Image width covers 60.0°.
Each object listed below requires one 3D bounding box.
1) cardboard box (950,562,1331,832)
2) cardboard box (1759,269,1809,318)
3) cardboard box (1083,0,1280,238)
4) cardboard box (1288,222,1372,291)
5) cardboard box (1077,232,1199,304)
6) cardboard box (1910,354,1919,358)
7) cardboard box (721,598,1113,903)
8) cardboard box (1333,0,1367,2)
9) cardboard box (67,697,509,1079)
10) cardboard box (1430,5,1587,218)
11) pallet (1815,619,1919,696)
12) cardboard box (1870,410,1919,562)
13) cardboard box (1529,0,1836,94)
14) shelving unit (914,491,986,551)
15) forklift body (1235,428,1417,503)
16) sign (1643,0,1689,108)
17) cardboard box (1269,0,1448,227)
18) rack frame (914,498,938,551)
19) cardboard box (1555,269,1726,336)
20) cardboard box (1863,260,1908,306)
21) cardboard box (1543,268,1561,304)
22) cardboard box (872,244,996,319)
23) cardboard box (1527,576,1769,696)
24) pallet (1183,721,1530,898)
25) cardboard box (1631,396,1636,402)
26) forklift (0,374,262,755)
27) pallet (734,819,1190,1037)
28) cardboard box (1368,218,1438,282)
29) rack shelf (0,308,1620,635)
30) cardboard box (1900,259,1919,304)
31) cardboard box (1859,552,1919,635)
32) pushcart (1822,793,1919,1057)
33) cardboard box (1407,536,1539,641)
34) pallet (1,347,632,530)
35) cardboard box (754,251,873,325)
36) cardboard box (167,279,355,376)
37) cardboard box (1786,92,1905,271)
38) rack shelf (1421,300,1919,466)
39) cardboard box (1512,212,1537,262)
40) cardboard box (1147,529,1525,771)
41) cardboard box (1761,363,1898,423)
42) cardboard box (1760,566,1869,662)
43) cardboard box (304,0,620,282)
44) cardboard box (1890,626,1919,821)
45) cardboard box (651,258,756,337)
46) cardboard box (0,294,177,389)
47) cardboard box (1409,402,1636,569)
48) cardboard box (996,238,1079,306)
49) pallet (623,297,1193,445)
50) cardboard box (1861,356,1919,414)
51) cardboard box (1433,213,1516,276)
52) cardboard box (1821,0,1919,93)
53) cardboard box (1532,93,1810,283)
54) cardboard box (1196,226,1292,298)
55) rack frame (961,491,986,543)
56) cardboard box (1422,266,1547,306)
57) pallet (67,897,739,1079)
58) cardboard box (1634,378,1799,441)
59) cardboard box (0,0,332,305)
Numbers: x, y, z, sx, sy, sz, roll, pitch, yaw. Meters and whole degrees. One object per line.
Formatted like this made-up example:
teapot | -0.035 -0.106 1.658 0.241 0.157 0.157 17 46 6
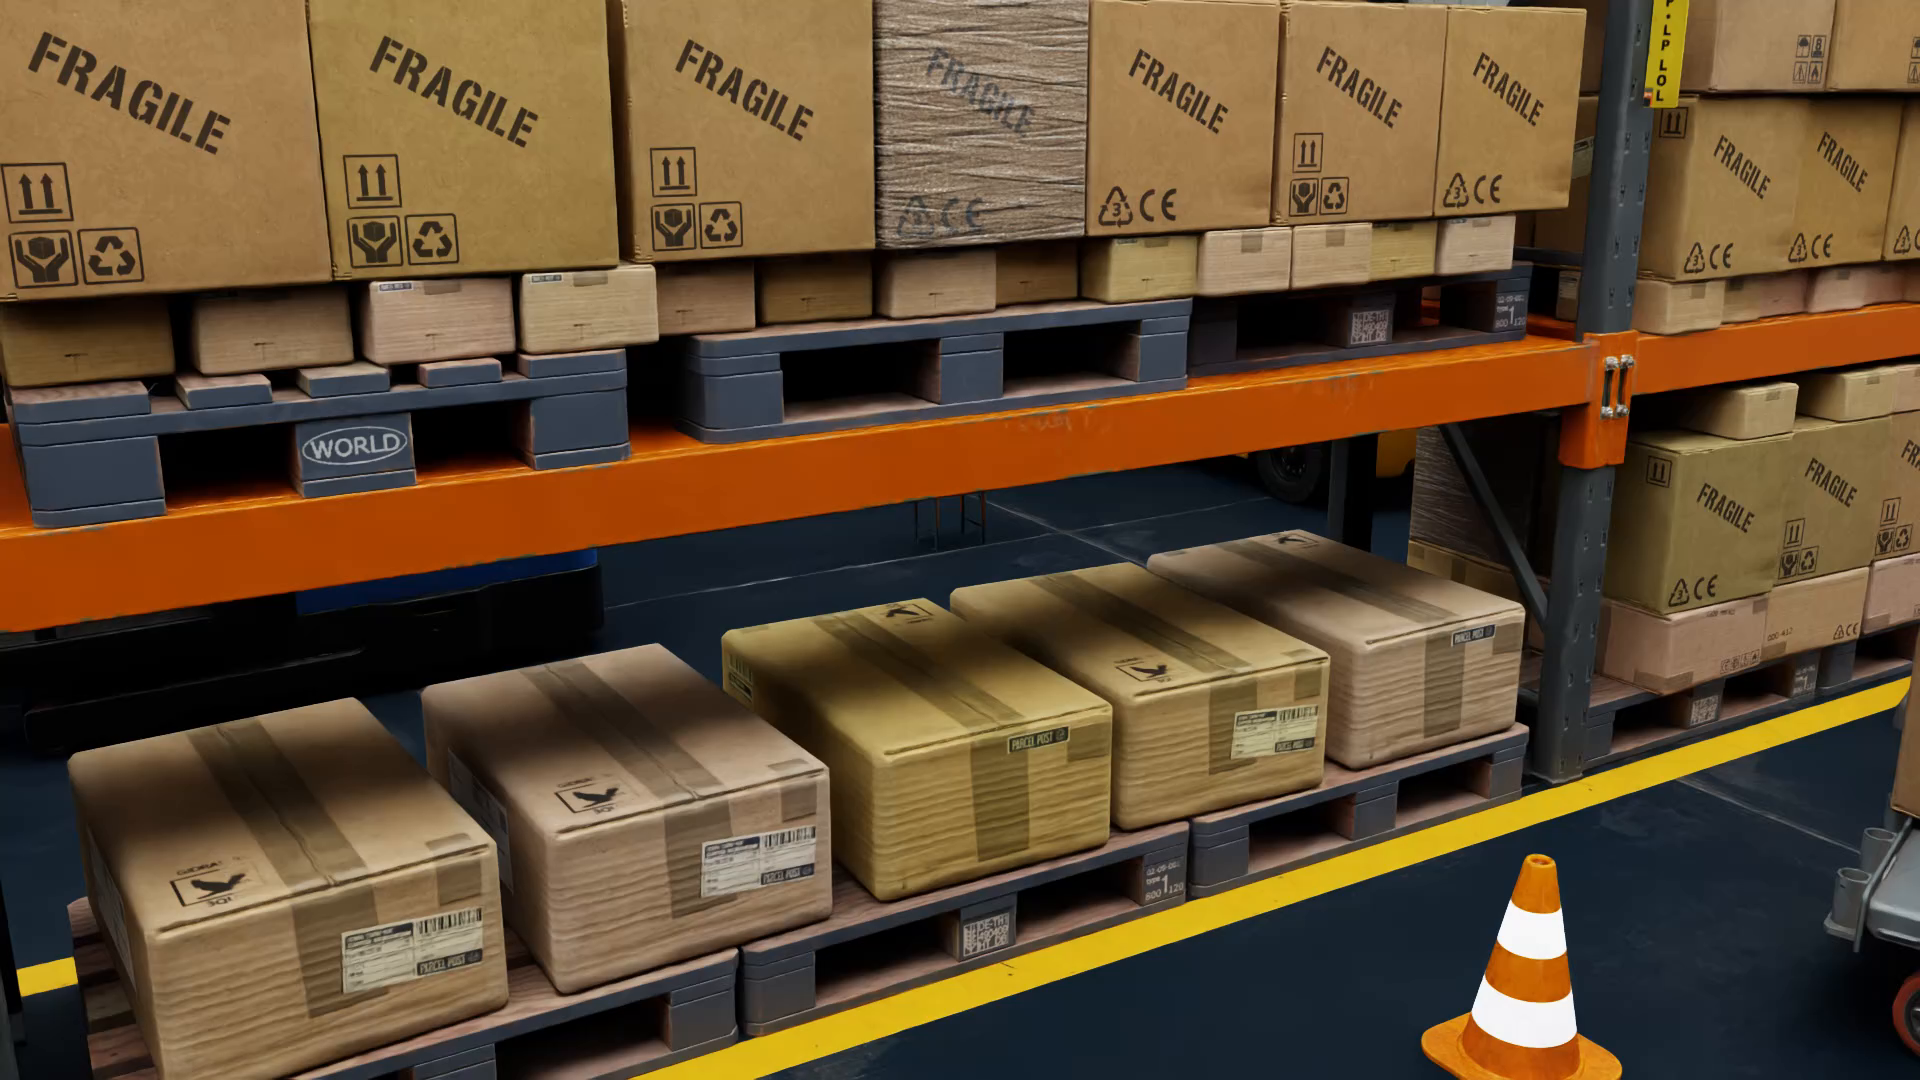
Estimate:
cardboard box | 0.459 0.391 4.549 0.625 0.372 0.950 -8 18 -26
cardboard box | 2.359 -0.786 5.123 0.250 0.149 0.380 -9 18 -30
cardboard box | 0.375 -0.983 3.846 0.500 0.500 0.500 -9 18 -28
cardboard box | 0.786 -0.716 4.093 0.250 0.149 0.380 -10 18 -31
cardboard box | 0.341 -0.654 3.873 0.250 0.149 0.380 -9 18 -30
cardboard box | 3.651 -0.517 6.622 0.500 0.500 0.500 -10 19 -32
cardboard box | -0.136 0.488 4.203 0.625 0.372 0.950 -9 18 -28
cardboard box | 0.937 -1.569 4.733 0.250 0.149 0.380 -9 18 -30
cardboard box | -1.417 0.696 3.459 0.625 0.372 0.950 -11 19 -33
cardboard box | 1.244 -1.123 4.344 0.500 0.500 0.500 -10 18 -31
pallet | 3.127 0.224 6.220 1.213 0.211 1.003 -9 18 -30
cardboard box | 3.065 -0.254 5.686 0.500 0.500 0.500 -8 18 -27
cardboard box | 2.011 -1.530 4.723 0.500 0.500 0.700 -9 18 -30
shelving unit | -0.046 -0.498 7.242 0.252 1.050 0.215 -9 18 -30
forklift body | 1.706 -1.456 8.619 1.214 2.155 2.313 -9 18 -30
sign | 1.811 -1.276 4.260 0.005 0.325 0.100 -9 18 -30
cardboard box | 0.820 -1.054 4.097 0.500 0.500 0.500 -9 18 -29
rack frame | -0.150 -0.481 7.181 0.008 1.050 0.200 -9 18 -30
cardboard box | 1.957 -0.695 4.798 0.250 0.149 0.380 -9 18 -30
cardboard box | 2.802 -0.857 5.375 0.250 0.149 0.380 -9 18 -30
cardboard box | 1.851 -0.877 5.447 0.250 0.149 0.380 -9 18 -28
cardboard box | -0.122 -0.587 3.635 0.250 0.149 0.380 -9 18 -28
cardboard box | 2.167 0.256 5.257 0.500 0.250 0.500 -10 19 -32
pallet | 0.856 0.605 4.861 1.213 0.211 1.003 -9 18 -30
cardboard box | 2.326 -0.301 5.854 0.500 0.500 0.500 -9 18 -29
forklift | -2.807 -0.918 5.256 3.031 2.935 1.121 -10 19 -32
pallet | -0.191 0.775 4.253 1.213 0.211 1.003 -9 18 -30
cardboard box | 0.988 -0.760 4.250 0.250 0.149 0.380 -10 18 -31
rack shelf | -0.192 -0.222 3.978 4.000 0.370 1.077 -9 18 -30
cardboard box | 3.059 -0.871 5.424 0.250 0.149 0.380 -9 18 -29
cardboard box | 3.072 0.105 5.796 0.500 0.250 0.500 -9 18 -30
pushcart | 2.739 0.937 3.369 1.648 0.377 0.936 12 20 37
cardboard box | 1.891 0.131 5.702 0.500 0.250 0.500 -8 18 -27
pallet | -1.351 -0.322 3.356 1.003 0.211 1.213 -9 18 -30
cardboard box | -0.379 -0.566 3.559 0.250 0.149 0.380 -8 18 -28
cardboard box | -1.273 -0.405 2.986 0.250 0.149 0.380 -11 19 -33
cardboard box | 2.461 -1.110 5.075 0.500 0.500 0.500 -9 18 -30
rack shelf | 3.237 -0.778 5.961 4.000 0.370 1.077 -9 18 -30
cardboard box | 1.775 -1.157 5.244 0.500 0.500 0.500 -10 18 -31
cardboard box | 1.074 0.290 4.908 0.625 0.372 0.950 -9 18 -29
cardboard box | 2.745 -0.493 5.337 0.250 0.149 0.380 -8 18 -28
cardboard box | 2.619 0.179 5.531 0.500 0.250 0.500 -8 18 -27
cardboard box | -0.959 -0.767 3.075 0.500 0.500 0.500 -8 18 -27
cardboard box | 2.465 0.400 3.653 0.500 0.500 0.500 -9 18 -30
cardboard box | -0.601 -0.518 3.387 0.250 0.149 0.380 -8 18 -26
cardboard box | -1.532 -0.374 2.874 0.250 0.149 0.380 -10 19 -33
cardboard box | 1.891 -0.230 5.600 0.500 0.500 0.500 -9 18 -30
cardboard box | 0.063 -0.641 3.827 0.250 0.149 0.380 -10 18 -32
pallet | -0.231 -0.483 3.930 1.213 0.211 1.003 -9 18 -30
cardboard box | 2.974 -0.531 5.473 0.250 0.149 0.380 -8 18 -27
cardboard box | 1.223 -0.792 4.367 0.250 0.149 0.380 -9 18 -29
cardboard box | 2.460 -1.596 4.958 0.500 0.500 0.700 -9 18 -29
cardboard box | 2.043 -1.035 4.807 0.500 0.500 0.500 -9 18 -30
cardboard box | 0.569 -0.679 3.964 0.250 0.149 0.380 -9 18 -29
rack frame | 0.059 -0.515 7.302 0.008 1.050 0.200 -9 18 -30
cardboard box | 1.641 -0.841 5.317 0.250 0.149 0.380 -9 18 -30
pallet | -1.236 0.944 3.651 1.213 0.211 1.003 -9 18 -30
cardboard box | 2.305 -0.421 5.080 0.250 0.149 0.380 -9 18 -29
cardboard box | -1.402 -0.693 2.811 0.500 0.500 0.500 -10 18 -31
